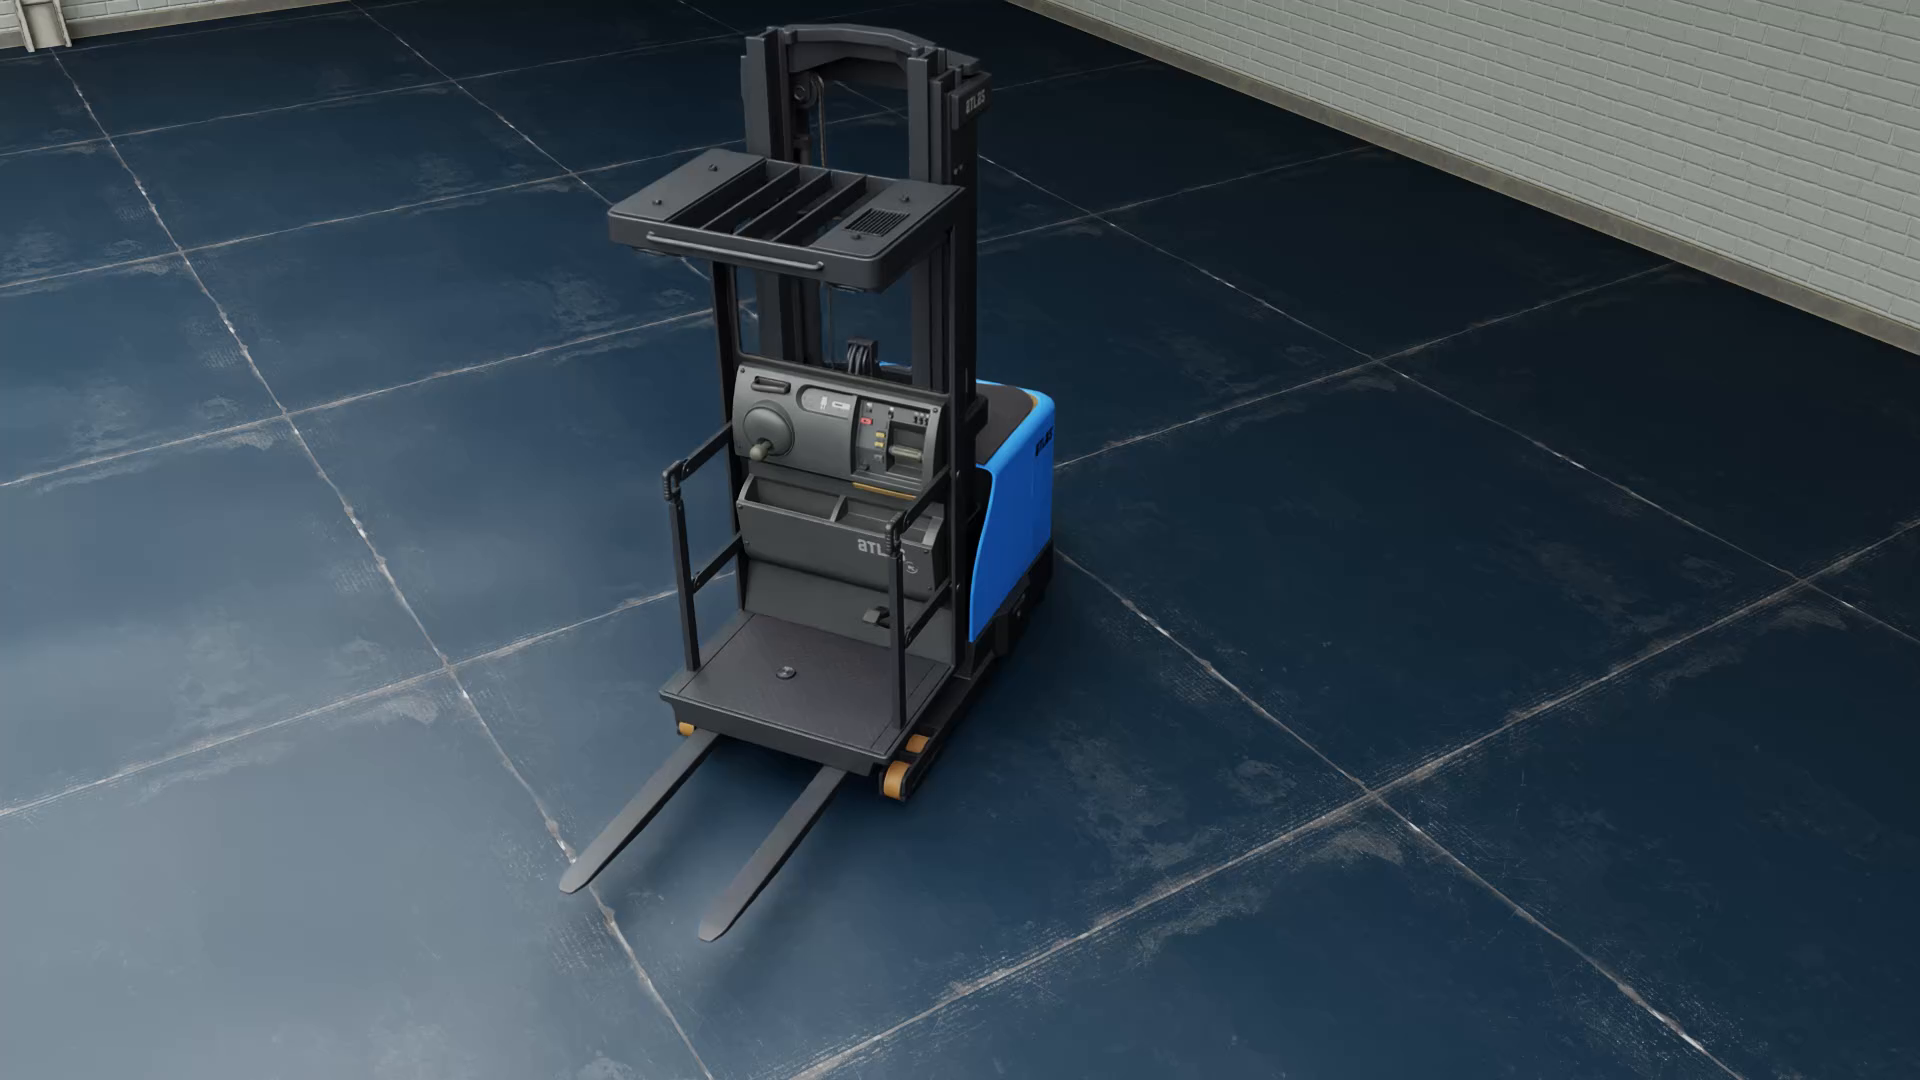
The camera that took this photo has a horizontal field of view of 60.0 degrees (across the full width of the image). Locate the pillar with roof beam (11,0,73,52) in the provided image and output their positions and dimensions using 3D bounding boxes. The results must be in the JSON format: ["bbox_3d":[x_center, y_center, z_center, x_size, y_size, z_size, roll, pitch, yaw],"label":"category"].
[{"bbox_3d":[-6.745,-6.801,11.097,0.400,9.000,9.100,-19,37,-27],"label":"pillar with roof beam"}]

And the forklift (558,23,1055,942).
[{"bbox_3d":[-0.596,-0.405,6.646,1.130,2.935,3.031,13,35,20],"label":"forklift"}]
